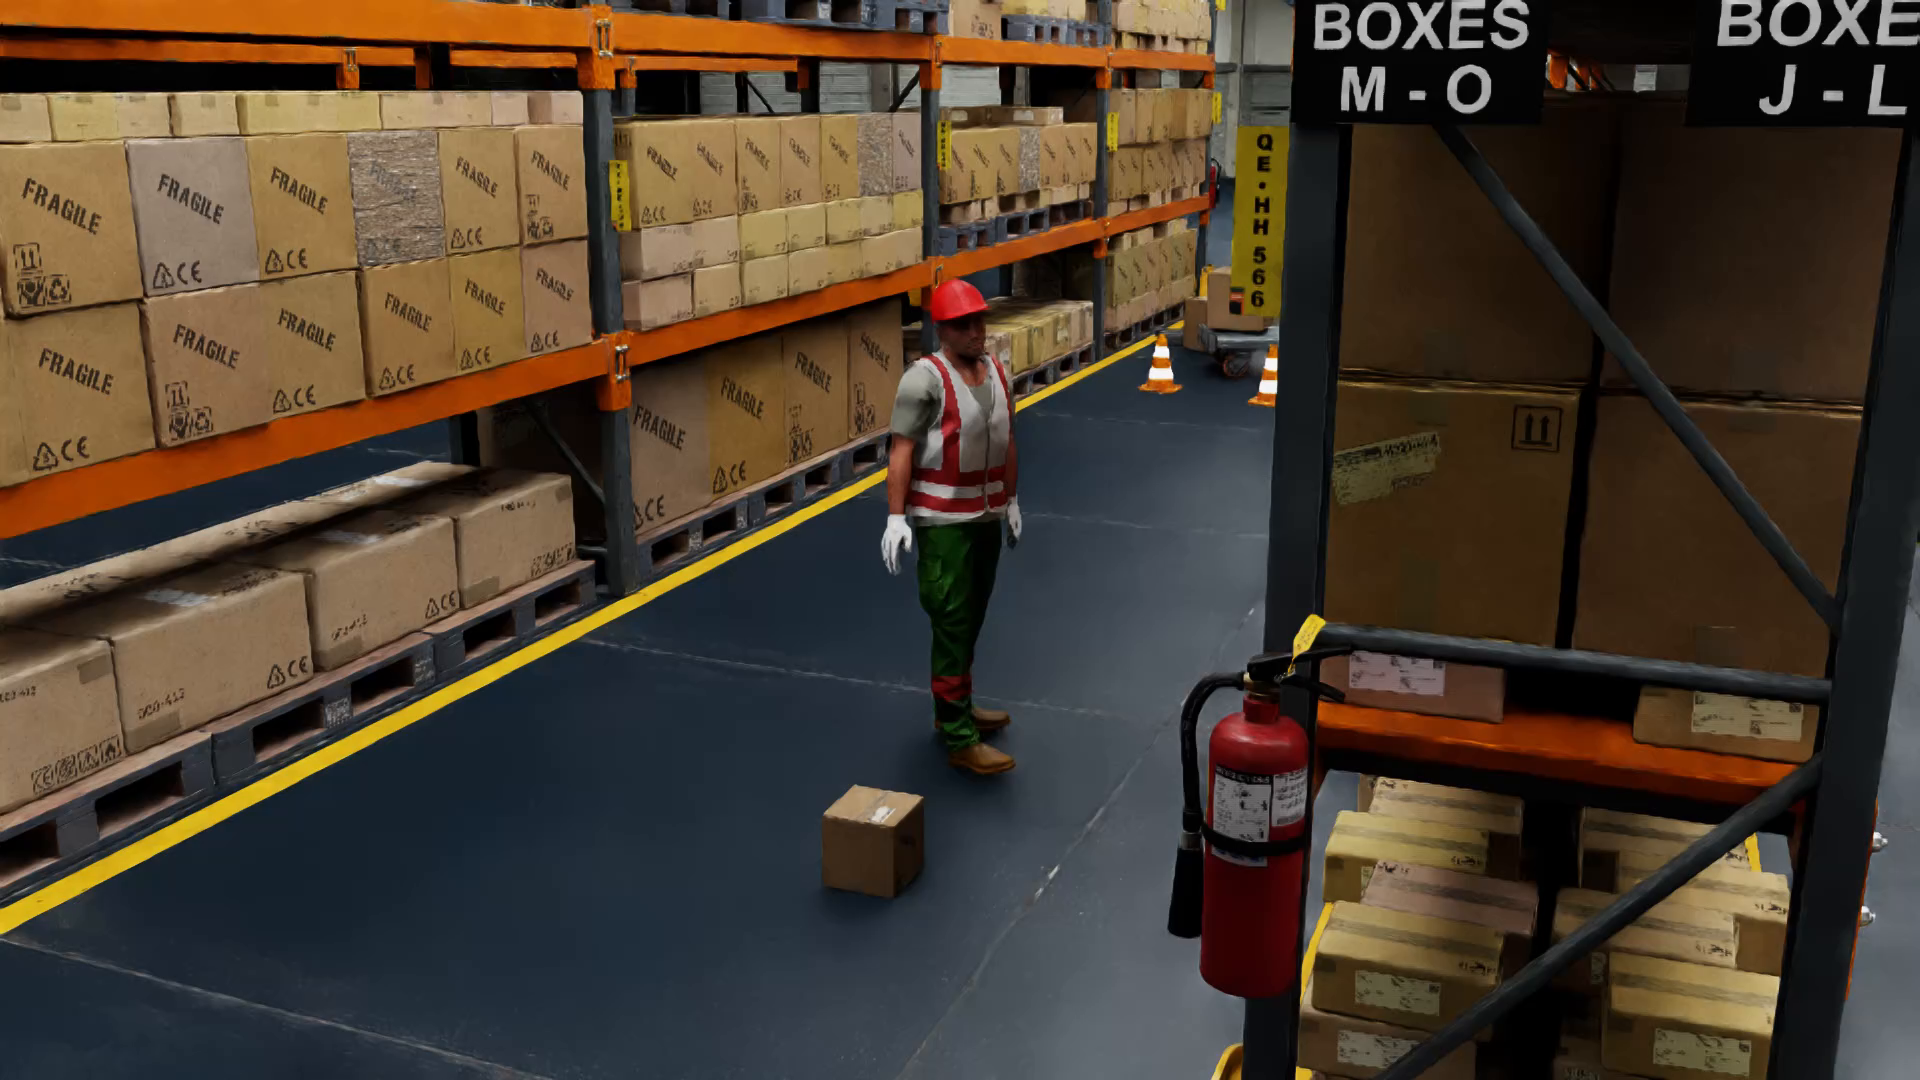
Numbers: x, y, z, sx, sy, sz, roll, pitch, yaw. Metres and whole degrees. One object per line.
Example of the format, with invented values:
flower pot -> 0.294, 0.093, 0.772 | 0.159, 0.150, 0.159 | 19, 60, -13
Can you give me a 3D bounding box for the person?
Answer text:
person -> 0.039, -0.053, 6.081 | 0.607, 1.785, 0.757 | 13, 20, 40
